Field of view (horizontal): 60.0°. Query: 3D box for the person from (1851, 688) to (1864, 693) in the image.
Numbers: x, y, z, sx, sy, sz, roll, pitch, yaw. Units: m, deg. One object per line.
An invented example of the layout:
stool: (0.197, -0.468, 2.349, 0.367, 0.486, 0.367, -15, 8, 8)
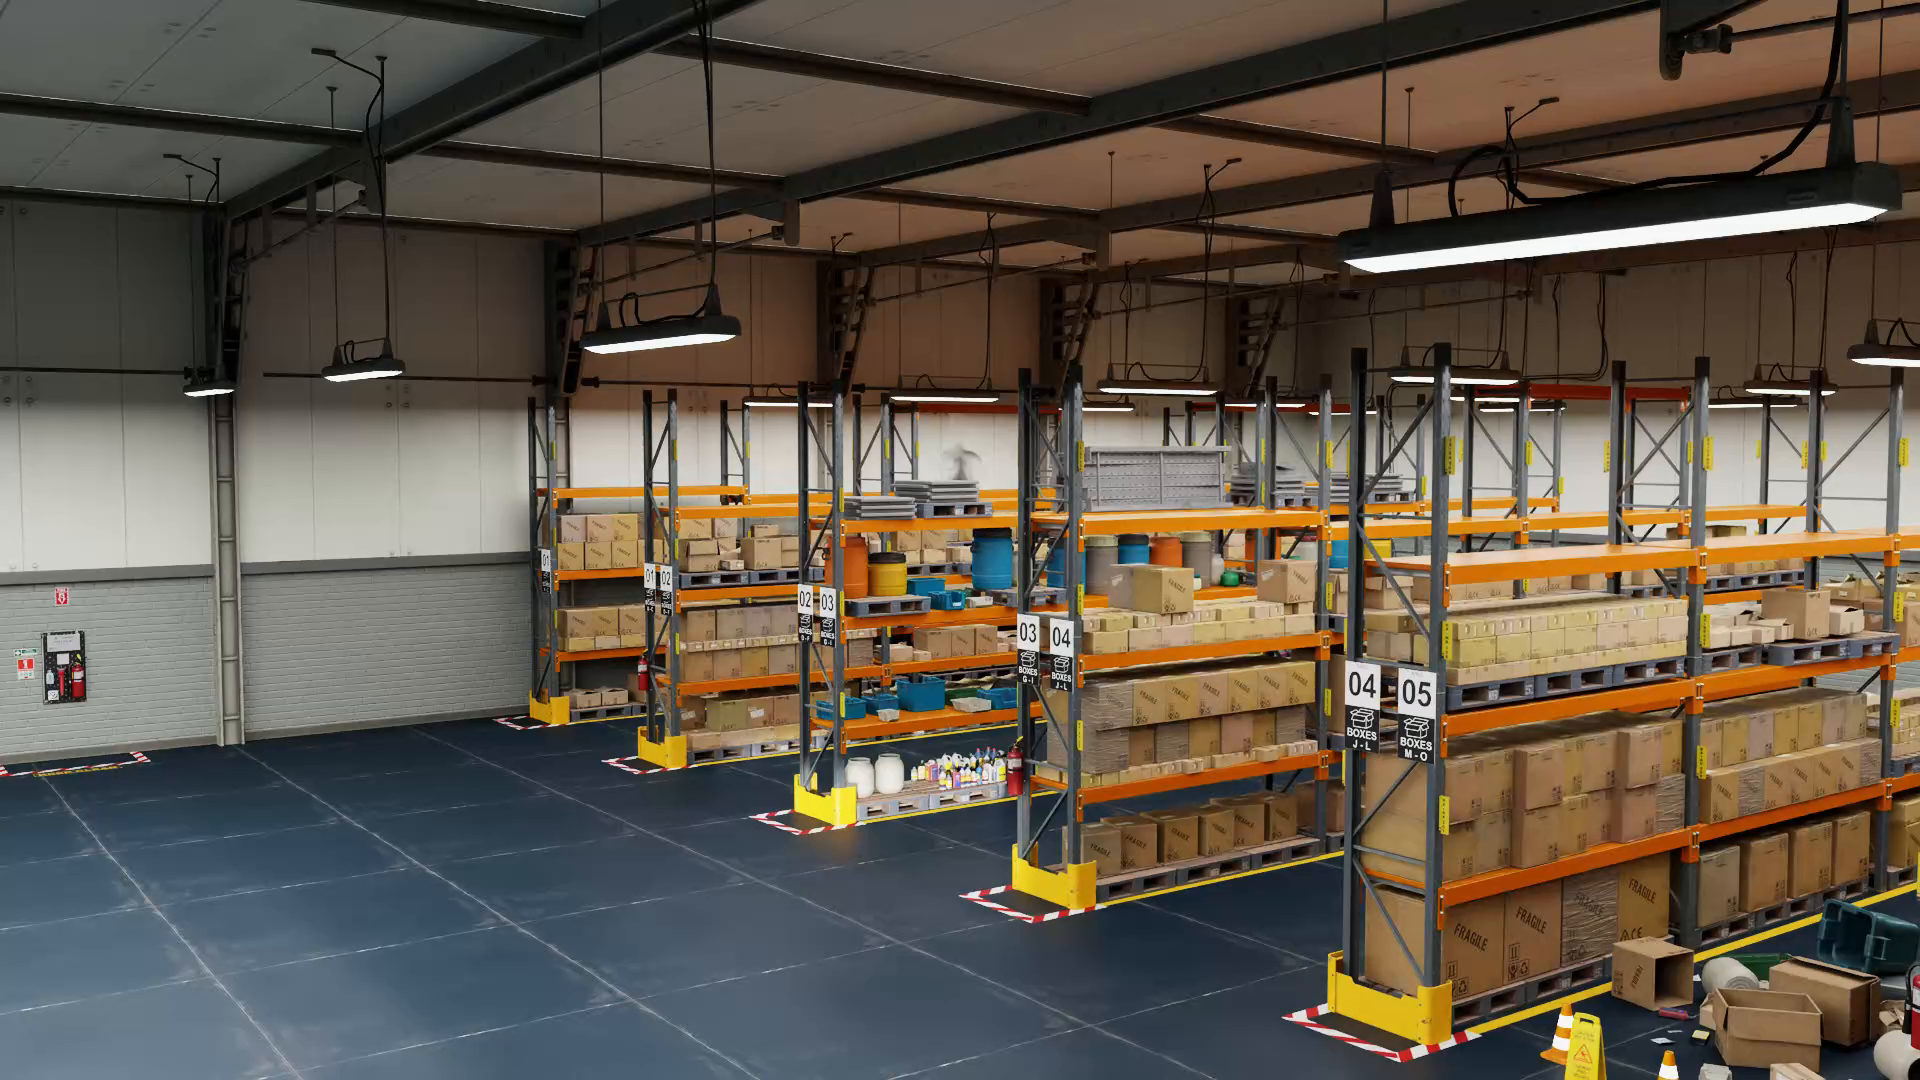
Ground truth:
person: (12.452, 2.932, 22.978, 0.816, 1.789, 0.622, -2, 4, -31)
